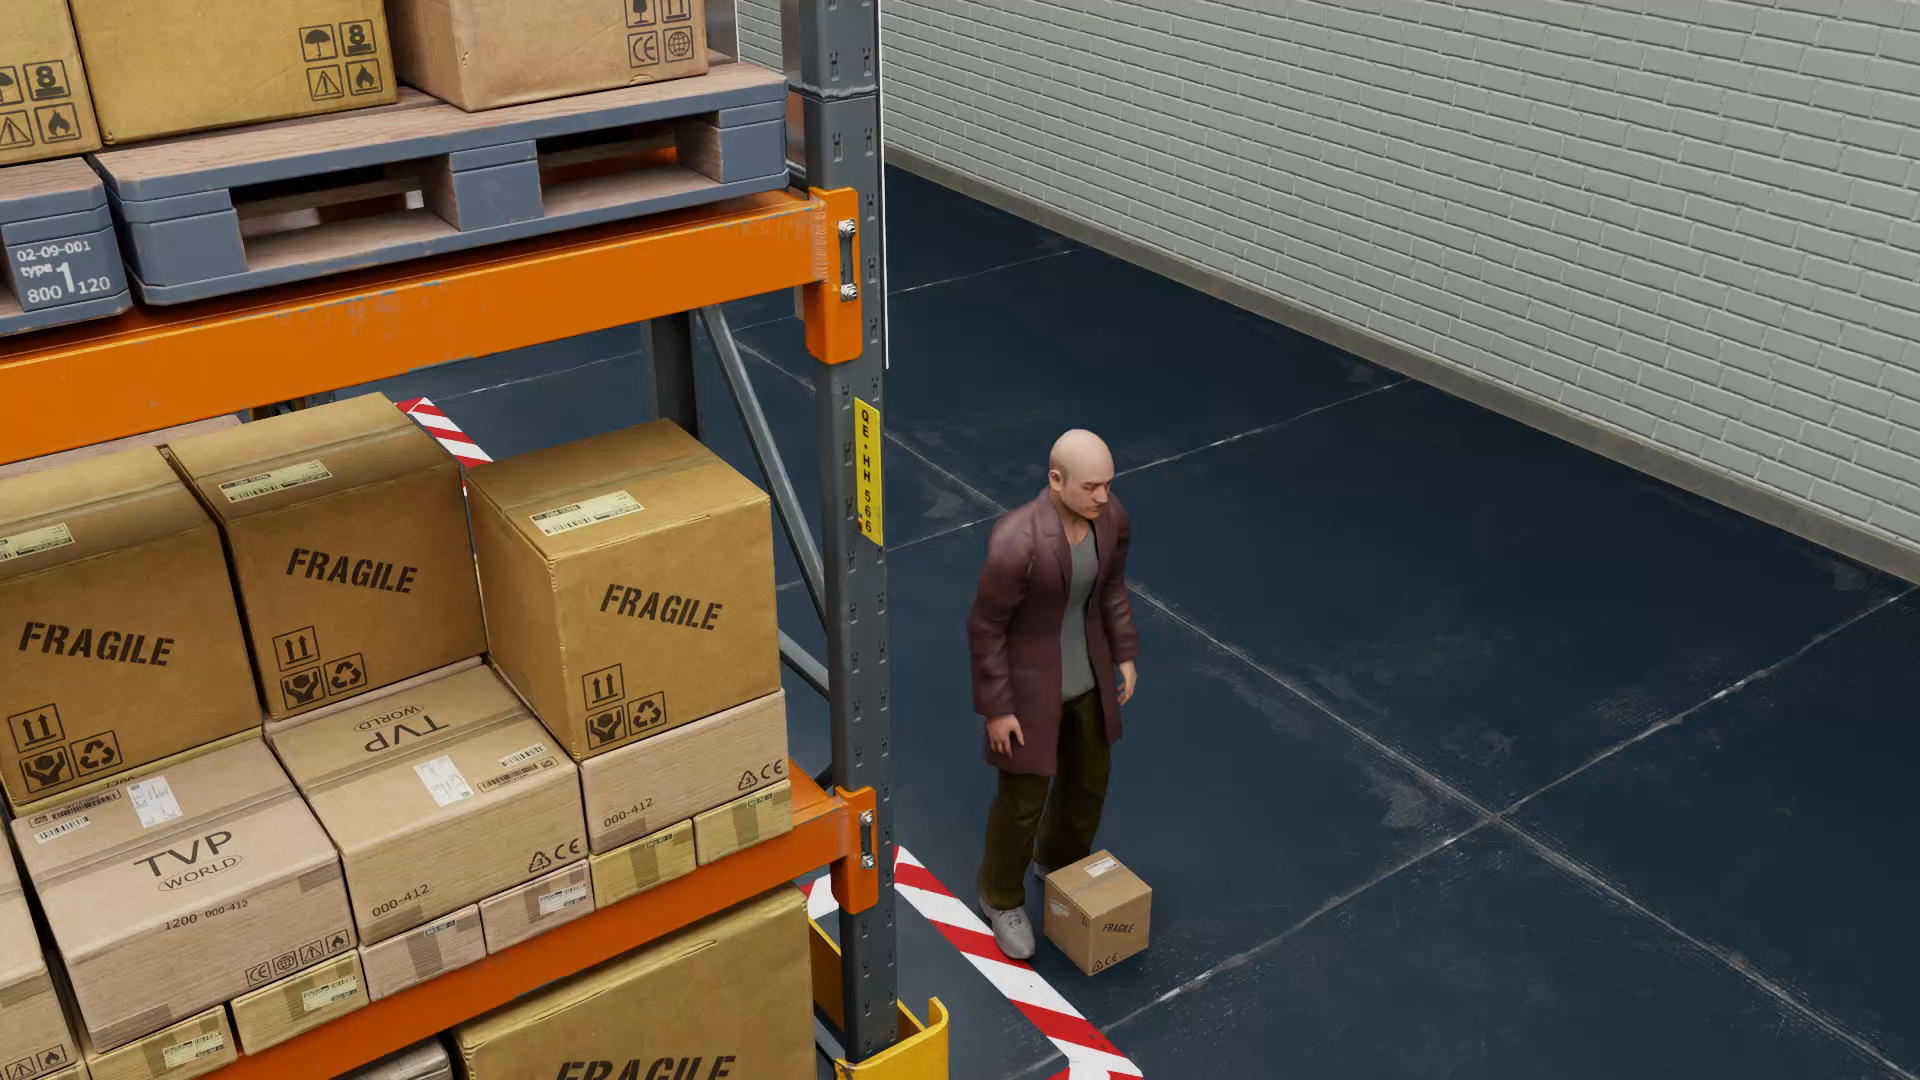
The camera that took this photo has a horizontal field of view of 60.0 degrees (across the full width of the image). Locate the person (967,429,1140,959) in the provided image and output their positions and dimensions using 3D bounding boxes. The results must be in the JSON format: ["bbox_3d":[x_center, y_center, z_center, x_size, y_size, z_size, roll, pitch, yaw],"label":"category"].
[{"bbox_3d":[0.308,0.456,5.289,0.656,1.774,0.416,-20,34,-32],"label":"person"}]
